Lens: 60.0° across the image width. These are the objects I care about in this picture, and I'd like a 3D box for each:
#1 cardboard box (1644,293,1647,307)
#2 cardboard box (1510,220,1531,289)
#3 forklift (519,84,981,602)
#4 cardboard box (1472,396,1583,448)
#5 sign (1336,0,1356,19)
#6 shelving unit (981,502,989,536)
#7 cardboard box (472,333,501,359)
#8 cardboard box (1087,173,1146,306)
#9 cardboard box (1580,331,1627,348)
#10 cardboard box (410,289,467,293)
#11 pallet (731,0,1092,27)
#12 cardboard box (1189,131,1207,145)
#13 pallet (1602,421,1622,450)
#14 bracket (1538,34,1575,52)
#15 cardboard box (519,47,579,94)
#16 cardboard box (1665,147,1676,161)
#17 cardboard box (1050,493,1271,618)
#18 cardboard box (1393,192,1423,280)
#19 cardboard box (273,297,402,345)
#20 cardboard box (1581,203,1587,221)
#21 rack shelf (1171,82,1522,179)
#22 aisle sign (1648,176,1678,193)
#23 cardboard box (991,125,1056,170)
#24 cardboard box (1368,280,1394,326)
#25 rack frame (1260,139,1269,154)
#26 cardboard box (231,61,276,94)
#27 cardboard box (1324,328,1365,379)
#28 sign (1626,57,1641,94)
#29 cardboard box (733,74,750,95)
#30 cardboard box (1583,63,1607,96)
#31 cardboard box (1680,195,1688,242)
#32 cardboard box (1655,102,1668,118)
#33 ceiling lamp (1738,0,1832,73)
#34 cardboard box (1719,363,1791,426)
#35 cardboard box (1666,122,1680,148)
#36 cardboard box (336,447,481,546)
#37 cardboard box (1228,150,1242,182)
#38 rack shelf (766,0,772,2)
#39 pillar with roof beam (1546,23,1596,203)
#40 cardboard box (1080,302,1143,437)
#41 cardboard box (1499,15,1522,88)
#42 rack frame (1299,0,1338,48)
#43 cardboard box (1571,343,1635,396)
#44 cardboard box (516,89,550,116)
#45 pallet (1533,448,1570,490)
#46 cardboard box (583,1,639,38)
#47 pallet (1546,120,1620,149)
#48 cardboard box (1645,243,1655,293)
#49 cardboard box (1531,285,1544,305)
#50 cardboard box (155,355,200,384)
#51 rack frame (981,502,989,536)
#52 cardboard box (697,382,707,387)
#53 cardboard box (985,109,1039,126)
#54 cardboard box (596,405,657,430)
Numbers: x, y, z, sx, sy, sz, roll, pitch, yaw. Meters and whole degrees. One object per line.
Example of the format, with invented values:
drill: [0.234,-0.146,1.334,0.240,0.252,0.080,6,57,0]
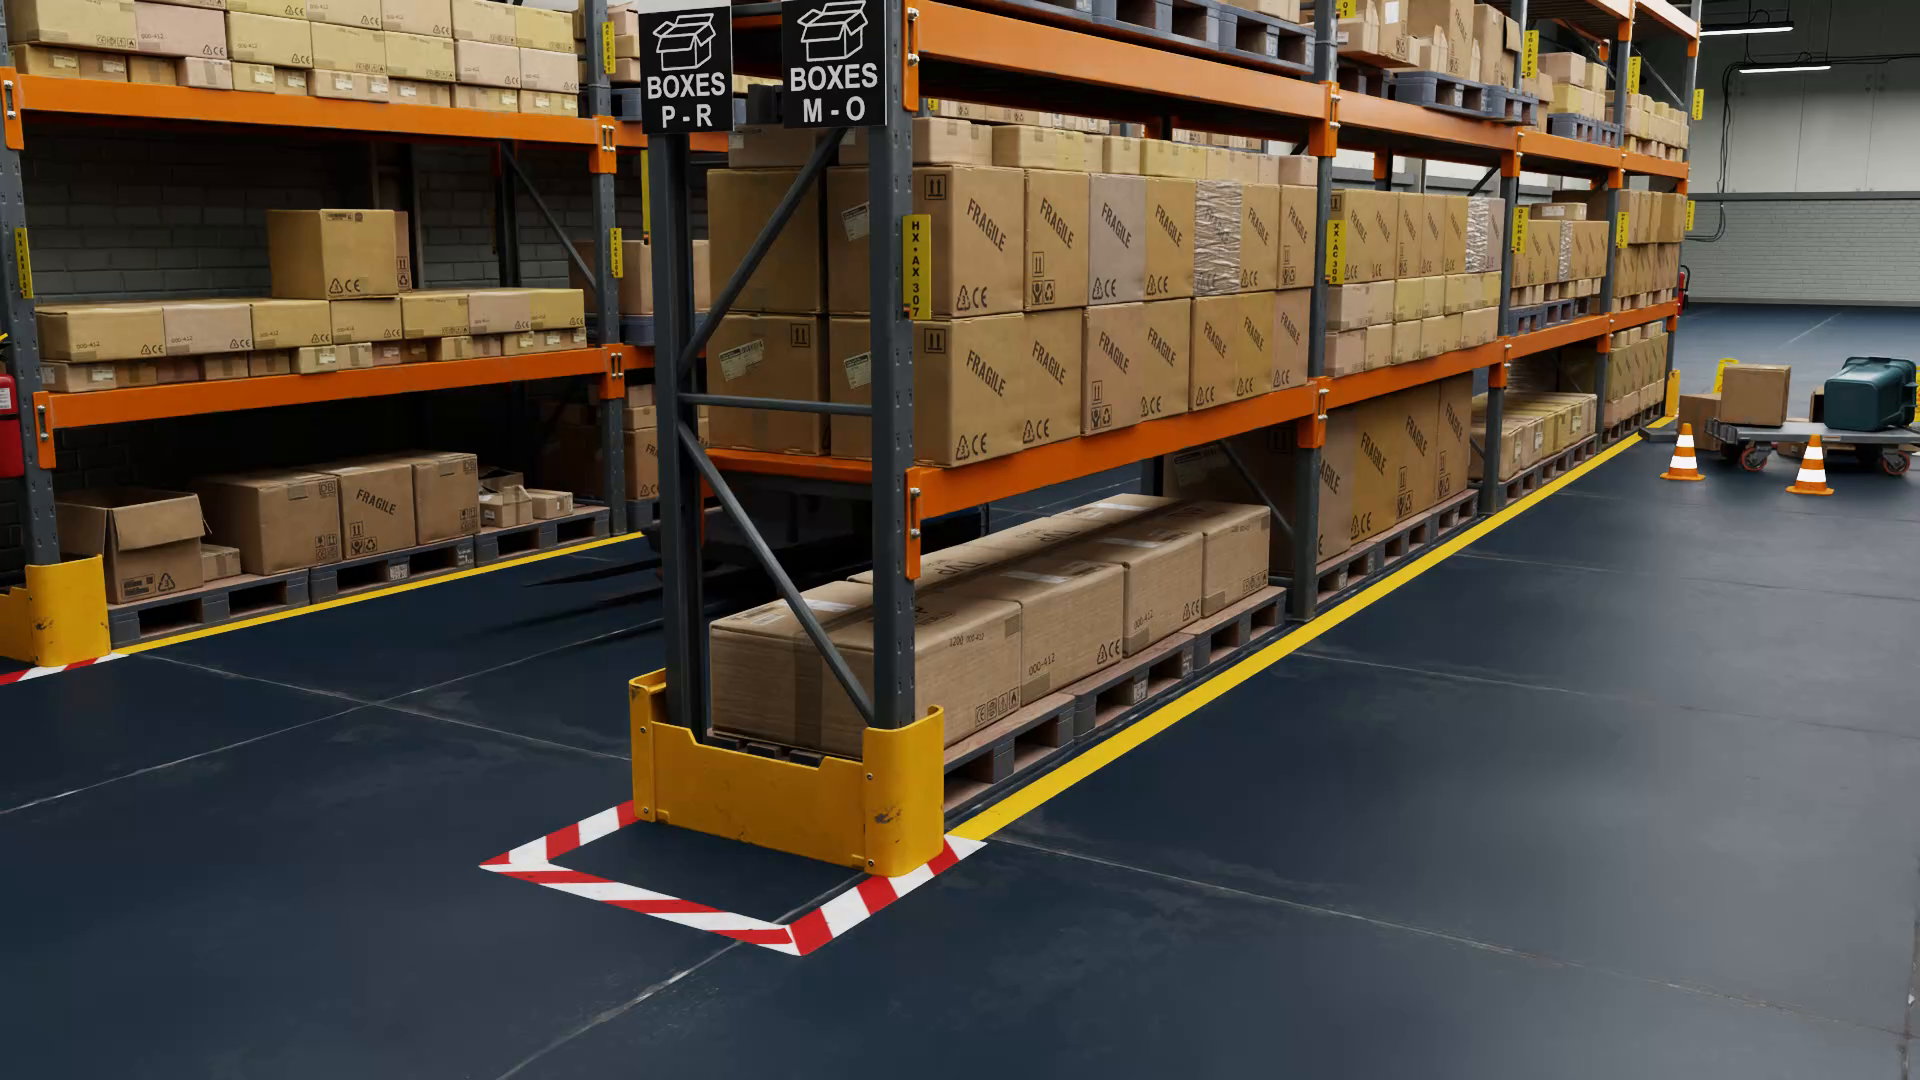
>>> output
cardboard box: [6.840,-2.474,17.116,0.380,0.149,0.250,6,12,30]
cardboard box: [3.978,-2.158,12.520,0.500,0.500,0.500,6,12,29]
forklift: [-1.167,-1.167,9.636,1.130,2.935,3.031,8,13,37]
cardboard box: [4.982,-1.055,14.851,0.950,0.372,0.625,7,13,34]
sign: [1.945,-2.793,8.362,0.100,0.325,0.005,6,12,31]
shelving unit: [-0.038,-0.571,11.160,0.258,1.200,0.503,7,13,33]
cardboard box: [-3.115,-1.229,10.465,0.380,0.149,0.250,7,13,32]
cardboard box: [0.408,-1.201,6.646,0.500,0.500,0.500,6,12,30]
cardboard box: [6.276,-1.959,16.214,0.380,0.149,0.250,7,12,32]
cardboard box: [-3.517,-1.492,10.788,0.500,0.250,0.500,6,12,30]
pallet: [-0.231,-1.997,5.976,1.003,0.211,1.213,6,12,31]
cardboard box: [2.480,-4.887,19.475,0.797,0.503,0.637,7,13,33]
pallet: [5.941,-1.075,16.535,1.003,0.211,1.213,6,12,31]
bracket: [13.534,-11.404,38.045,0.076,0.066,4.783,6,12,31]
cardboard box: [-2.811,-2.999,10.682,0.500,0.250,0.500,6,12,31]
cardboard box: [7.485,-4.152,17.929,0.380,0.149,0.250,7,13,32]
cardboard box: [1.052,0.063,8.700,0.875,0.438,0.875,6,12,30]
cardboard box: [2.447,-1.822,9.959,0.500,0.500,0.500,6,12,29]
cardboard box: [-3.617,-1.282,9.667,0.500,0.250,0.500,6,12,29]
cardboard box: [5.229,-2.853,14.472,0.380,0.149,0.250,6,12,29]
rack shelf: [2.508,-2.513,10.446,1.077,0.370,4.000,6,12,31]
aisle sign: [7.980,-4.225,18.721,0.394,0.787,0.004,6,12,31]
cardboard box: [0.122,-1.416,6.027,0.380,0.149,0.250,7,13,32]
cardboard box: [2.186,-1.377,9.621,0.500,0.250,0.500,7,12,32]
rack frame: [3.455,-6.388,21.034,1.000,3.000,0.127,6,12,31]
cardboard box: [-3.879,-2.455,8.862,0.380,0.149,0.250,6,12,31]
cardboard box: [1.923,-1.048,9.224,0.500,0.250,0.500,6,12,29]
sign: [6.099,-4.206,15.056,0.100,0.325,0.005,6,12,31]
cardboard box: [-1.751,-3.328,12.112,0.380,0.149,0.250,6,12,30]
cardboard box: [5.431,-4.086,14.797,0.500,0.250,0.500,7,13,32]
cardboard box: [7.621,-3.551,18.387,0.700,0.500,0.500,6,12,29]
cardboard box: [7.009,-4.382,16.990,0.380,0.149,0.250,7,13,32]
ceiling lamp: [19.952,-12.890,39.904,2.000,3.185,0.800,6,12,31]
cardboard box: [7.160,-1.314,14.973,0.500,0.500,0.500,6,12,31]
cardboard box: [7.390,-4.328,17.784,0.500,0.250,0.500,6,12,30]
cardboard box: [-3.437,-0.281,10.372,0.700,0.500,0.500,6,12,29]
cardboard box: [1.098,-1.748,7.801,0.380,0.149,0.250,6,12,30]
rack shelf: [-1.737,-4.265,12.736,1.077,0.370,4.000,6,12,31]
pillar with roof beam: [18.463,-9.727,38.874,9.100,9.000,0.548,6,12,31]
cardboard box: [0.406,-0.707,6.720,0.500,0.500,0.500,6,12,30]
cardboard box: [3.479,-3.365,11.618,0.797,0.503,0.637,6,12,27]
rack frame: [1.469,-4.027,8.423,1.000,3.000,0.127,6,12,31]
cardboard box: [6.428,-1.712,16.655,0.500,0.500,0.500,7,13,33]
cardboard box: [-2.839,-2.780,10.595,0.380,0.149,0.250,6,12,31]
pallet: [4.587,-0.650,14.269,1.003,0.211,1.213,6,12,31]
cardboard box: [-2.320,-3.522,11.214,0.396,0.266,0.258,6,12,30]
pallet: [5.211,-3.631,14.973,1.213,0.211,1.003,6,12,31]
cardboard box: [6.847,-2.814,17.170,0.500,0.500,0.500,7,12,31]
cardboard box: [4.391,-1.945,13.145,0.380,0.149,0.250,6,12,31]
cardboard box: [-4.247,-0.914,8.780,0.380,0.149,0.250,6,12,30]
rack frame: [0.097,-0.609,11.360,0.240,1.200,0.015,7,13,33]
cardboard box: [-2.037,-1.178,13.399,0.380,0.149,0.250,6,12,28]
cardboard box: [0.415,-4.211,15.872,0.500,0.500,0.500,7,13,32]
cardboard box: [-2.361,-0.879,11.802,0.380,0.149,0.250,7,13,33]
